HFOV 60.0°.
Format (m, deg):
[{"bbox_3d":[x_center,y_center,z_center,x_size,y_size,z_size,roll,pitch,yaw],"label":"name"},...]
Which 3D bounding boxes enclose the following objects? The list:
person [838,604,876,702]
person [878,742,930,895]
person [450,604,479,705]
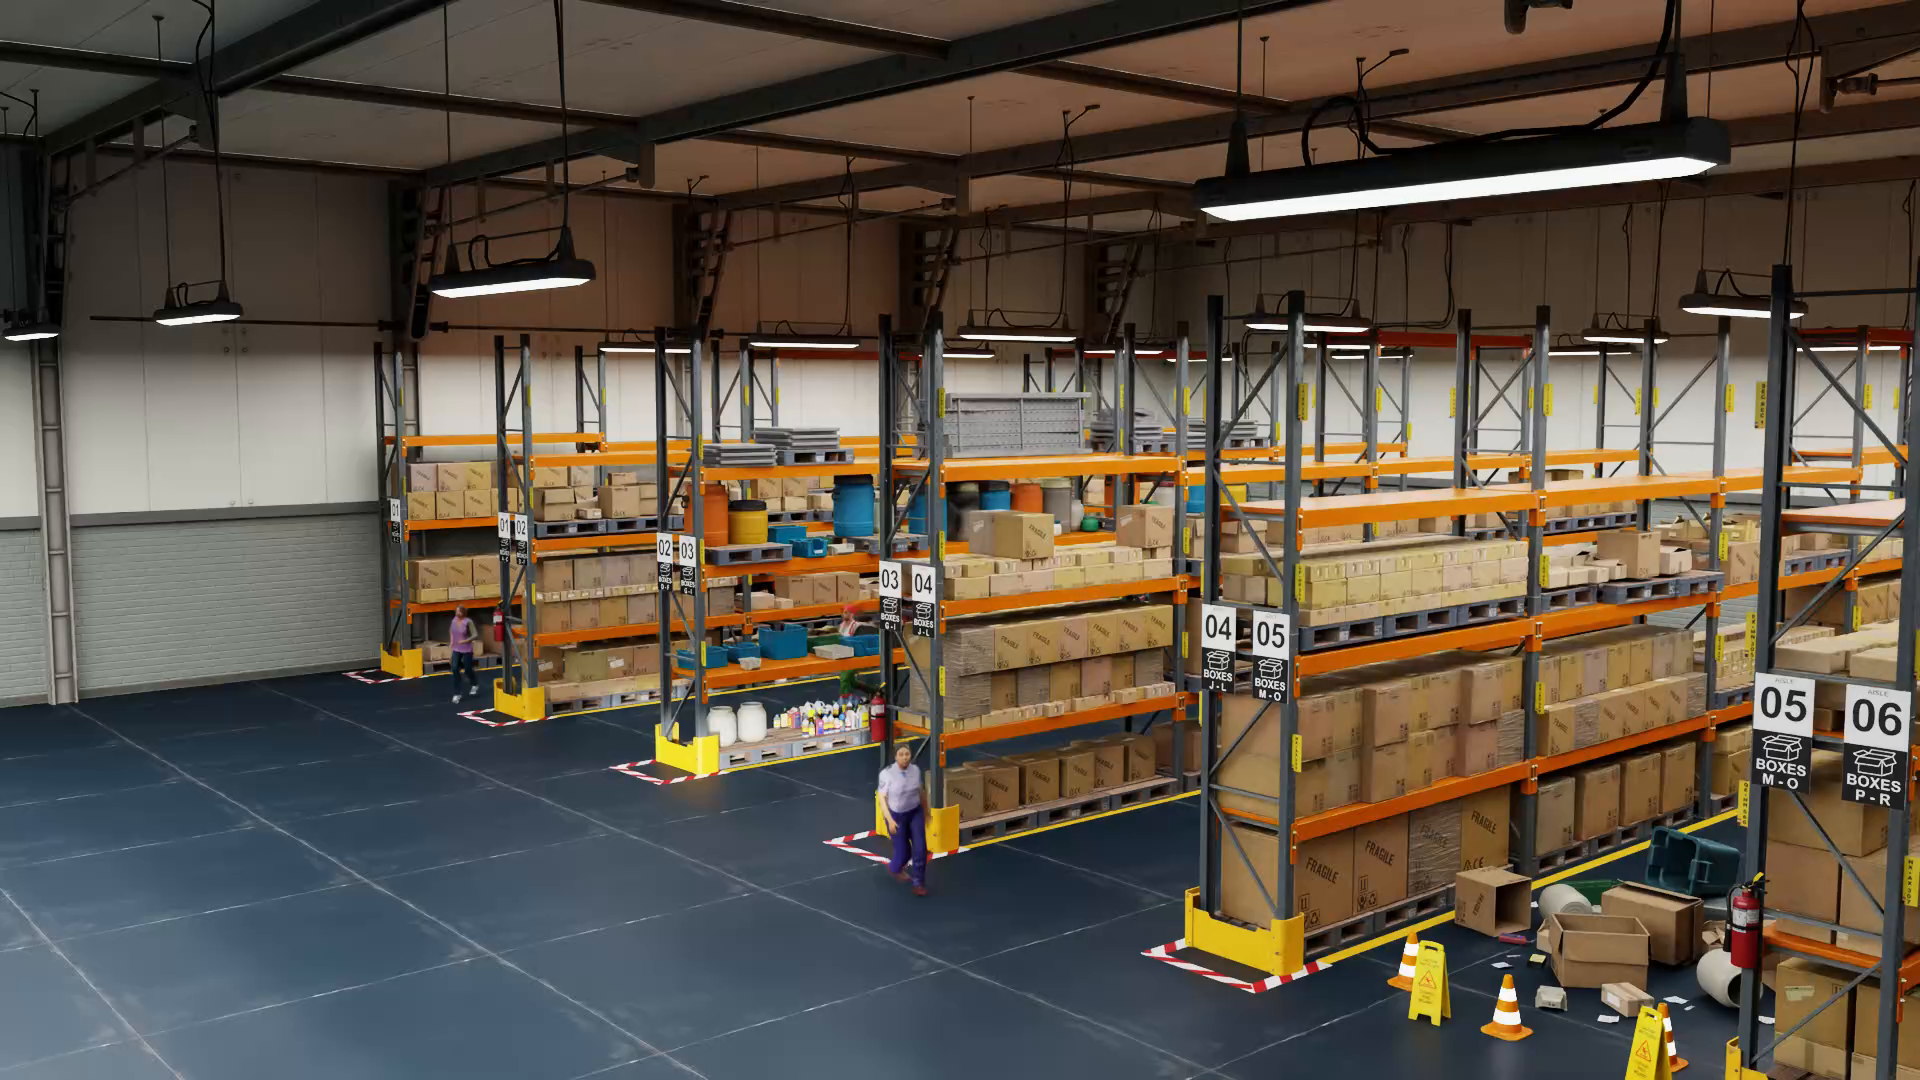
[{"bbox_3d":[-1.680,1.852,26.395,0.904,1.712,0.664,-4,6,-36],"label":"person"},{"bbox_3d":[-0.596,2.823,17.049,0.586,1.577,0.677,-3,6,-26],"label":"person"},{"bbox_3d":[-8.233,1.863,27.565,0.563,1.628,0.774,1,5,11],"label":"person"}]
